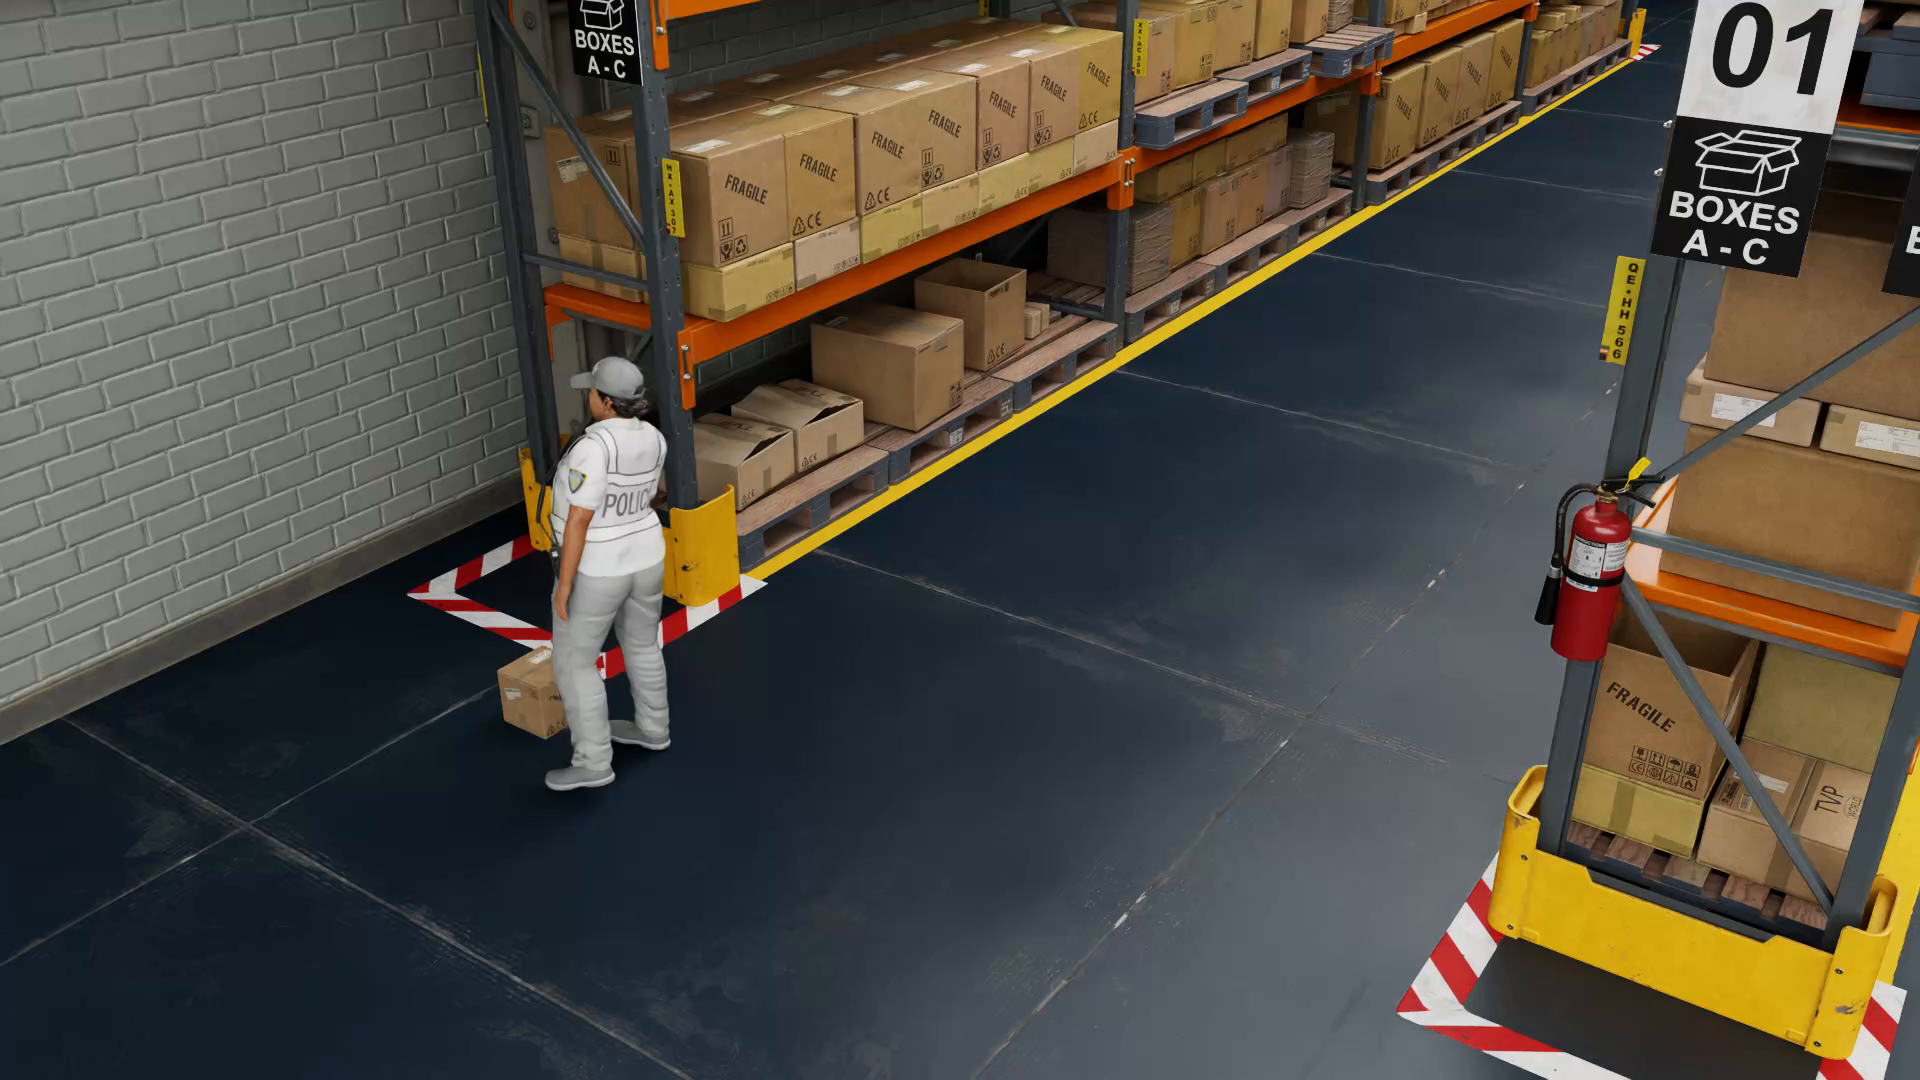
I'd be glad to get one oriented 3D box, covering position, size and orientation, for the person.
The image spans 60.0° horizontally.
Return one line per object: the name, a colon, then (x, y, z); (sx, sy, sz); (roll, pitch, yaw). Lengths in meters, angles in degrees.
person: (-1.364, 0.143, 6.326); (0.382, 1.668, 0.662); (18, 32, 31)
